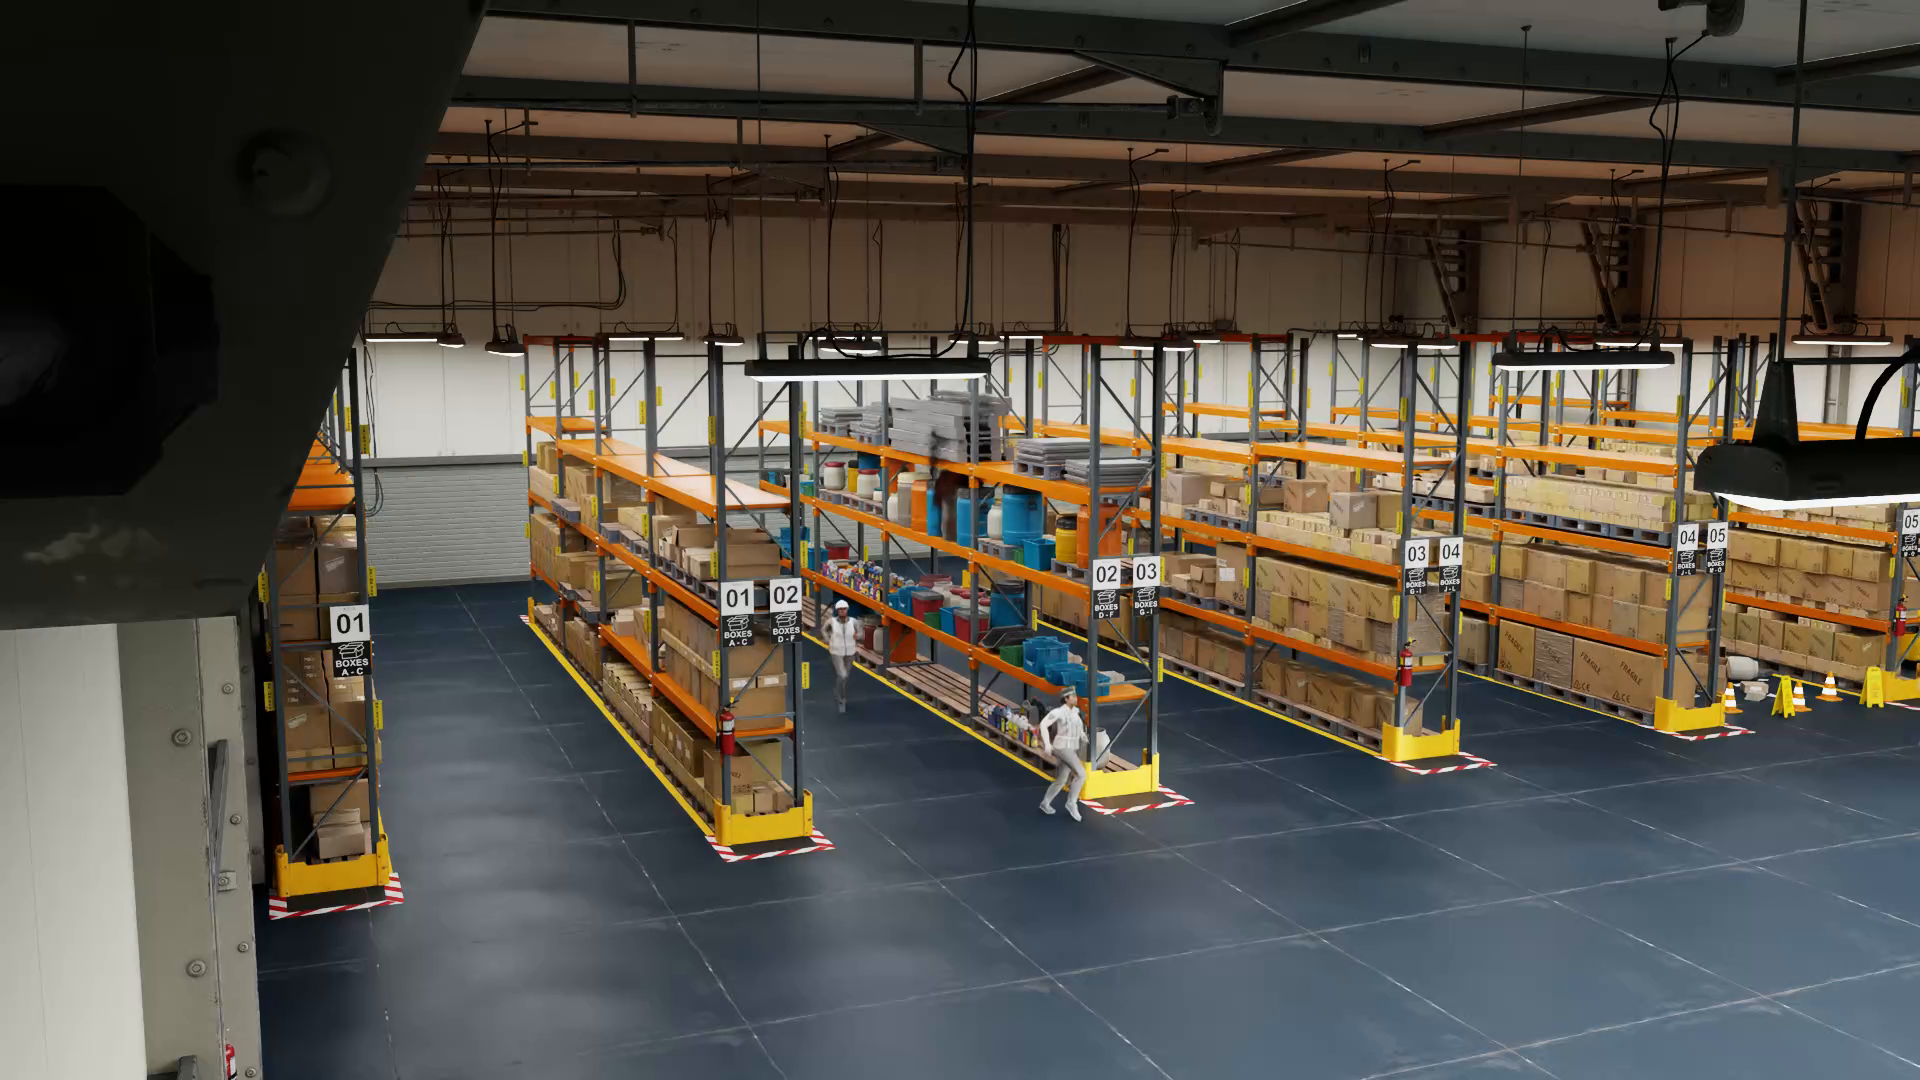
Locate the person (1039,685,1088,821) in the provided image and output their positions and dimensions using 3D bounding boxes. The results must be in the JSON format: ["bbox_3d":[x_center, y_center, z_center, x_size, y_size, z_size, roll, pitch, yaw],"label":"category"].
[{"bbox_3d":[1.381,2.683,21.240,0.659,1.663,0.595,5,9,32],"label":"person"}]

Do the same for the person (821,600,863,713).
[{"bbox_3d":[-1.892,1.877,27.060,0.628,1.843,0.781,-3,8,-22],"label":"person"}]
